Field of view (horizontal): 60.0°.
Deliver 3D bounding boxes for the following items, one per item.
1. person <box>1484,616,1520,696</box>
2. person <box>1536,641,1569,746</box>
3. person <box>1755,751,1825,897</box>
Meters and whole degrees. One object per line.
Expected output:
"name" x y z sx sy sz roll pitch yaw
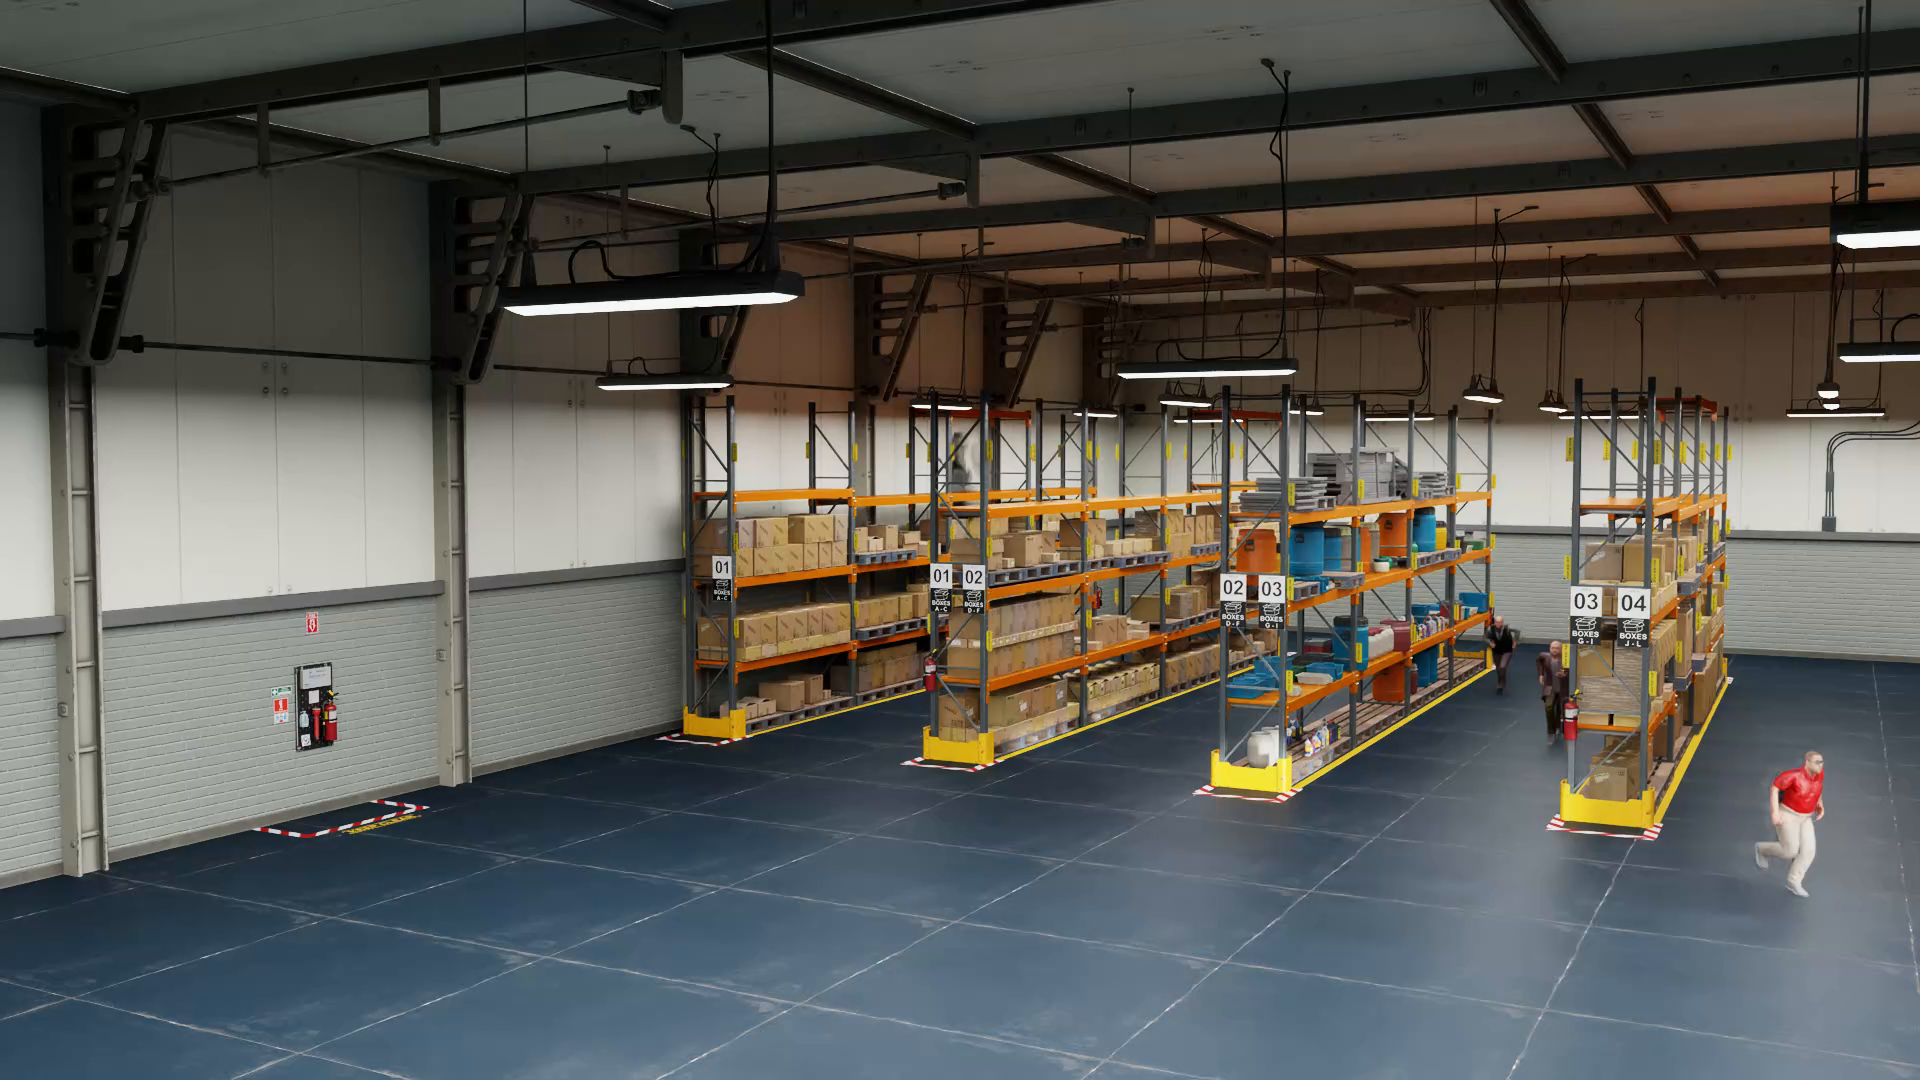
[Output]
"person" 11.265 2.394 34.555 0.701 1.682 0.970 1 3 26
"person" 10.328 2.623 28.771 0.702 1.801 1.065 1 3 22
"person" 9.506 3.198 19.035 0.662 1.677 0.848 -1 3 -23
